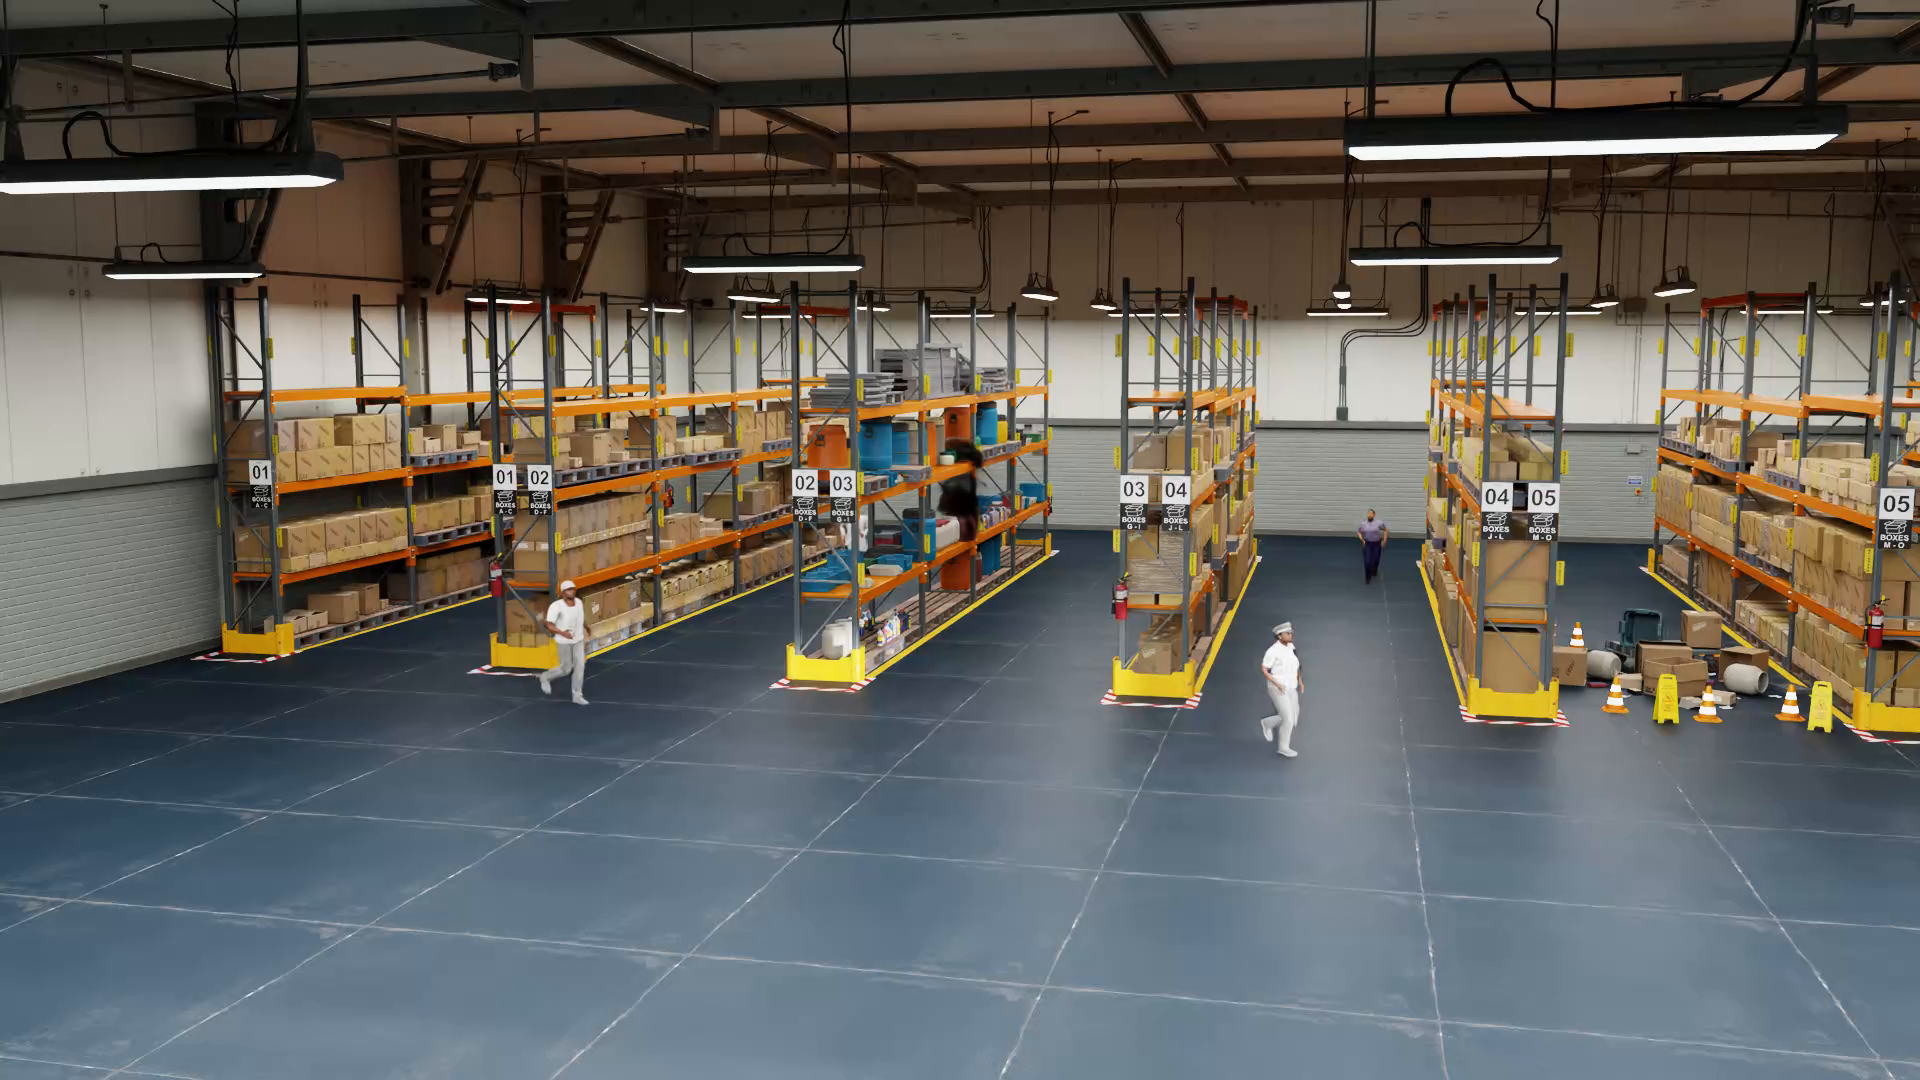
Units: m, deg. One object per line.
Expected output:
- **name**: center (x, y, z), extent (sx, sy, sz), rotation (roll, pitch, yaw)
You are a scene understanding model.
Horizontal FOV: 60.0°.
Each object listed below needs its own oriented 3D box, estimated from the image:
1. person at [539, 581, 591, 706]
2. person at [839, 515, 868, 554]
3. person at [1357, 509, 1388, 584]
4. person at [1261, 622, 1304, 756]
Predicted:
- **person**: center (-5.572, 1.440, 23.599), extent (0.862, 1.761, 0.708), rotation (5, 9, 39)
- **person**: center (-2.208, 0.060, 35.141), extent (0.720, 1.673, 0.941), rotation (0, 7, 2)
- **person**: center (8.804, 0.142, 35.530), extent (0.630, 1.612, 0.615), rotation (2, 7, 18)
- **person**: center (3.956, 1.820, 20.602), extent (0.617, 1.654, 0.612), rotation (-5, 9, -39)
